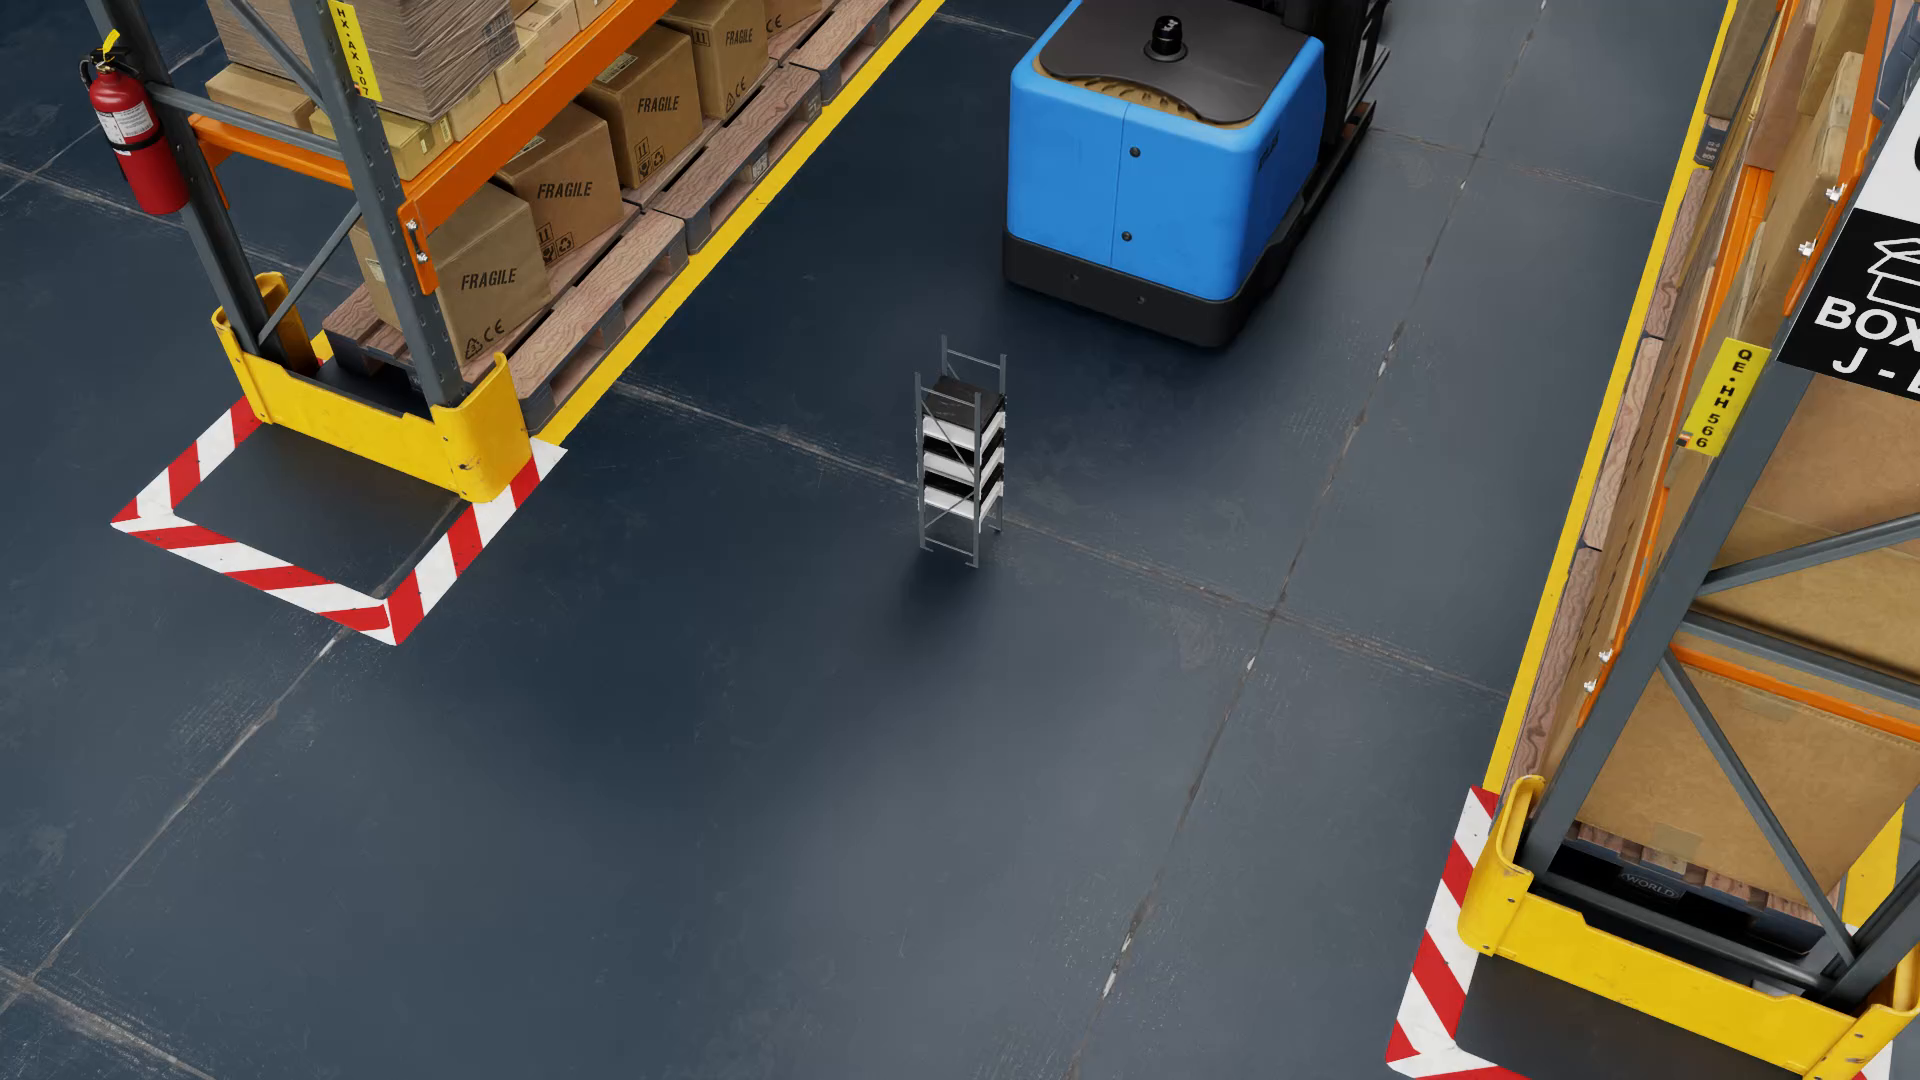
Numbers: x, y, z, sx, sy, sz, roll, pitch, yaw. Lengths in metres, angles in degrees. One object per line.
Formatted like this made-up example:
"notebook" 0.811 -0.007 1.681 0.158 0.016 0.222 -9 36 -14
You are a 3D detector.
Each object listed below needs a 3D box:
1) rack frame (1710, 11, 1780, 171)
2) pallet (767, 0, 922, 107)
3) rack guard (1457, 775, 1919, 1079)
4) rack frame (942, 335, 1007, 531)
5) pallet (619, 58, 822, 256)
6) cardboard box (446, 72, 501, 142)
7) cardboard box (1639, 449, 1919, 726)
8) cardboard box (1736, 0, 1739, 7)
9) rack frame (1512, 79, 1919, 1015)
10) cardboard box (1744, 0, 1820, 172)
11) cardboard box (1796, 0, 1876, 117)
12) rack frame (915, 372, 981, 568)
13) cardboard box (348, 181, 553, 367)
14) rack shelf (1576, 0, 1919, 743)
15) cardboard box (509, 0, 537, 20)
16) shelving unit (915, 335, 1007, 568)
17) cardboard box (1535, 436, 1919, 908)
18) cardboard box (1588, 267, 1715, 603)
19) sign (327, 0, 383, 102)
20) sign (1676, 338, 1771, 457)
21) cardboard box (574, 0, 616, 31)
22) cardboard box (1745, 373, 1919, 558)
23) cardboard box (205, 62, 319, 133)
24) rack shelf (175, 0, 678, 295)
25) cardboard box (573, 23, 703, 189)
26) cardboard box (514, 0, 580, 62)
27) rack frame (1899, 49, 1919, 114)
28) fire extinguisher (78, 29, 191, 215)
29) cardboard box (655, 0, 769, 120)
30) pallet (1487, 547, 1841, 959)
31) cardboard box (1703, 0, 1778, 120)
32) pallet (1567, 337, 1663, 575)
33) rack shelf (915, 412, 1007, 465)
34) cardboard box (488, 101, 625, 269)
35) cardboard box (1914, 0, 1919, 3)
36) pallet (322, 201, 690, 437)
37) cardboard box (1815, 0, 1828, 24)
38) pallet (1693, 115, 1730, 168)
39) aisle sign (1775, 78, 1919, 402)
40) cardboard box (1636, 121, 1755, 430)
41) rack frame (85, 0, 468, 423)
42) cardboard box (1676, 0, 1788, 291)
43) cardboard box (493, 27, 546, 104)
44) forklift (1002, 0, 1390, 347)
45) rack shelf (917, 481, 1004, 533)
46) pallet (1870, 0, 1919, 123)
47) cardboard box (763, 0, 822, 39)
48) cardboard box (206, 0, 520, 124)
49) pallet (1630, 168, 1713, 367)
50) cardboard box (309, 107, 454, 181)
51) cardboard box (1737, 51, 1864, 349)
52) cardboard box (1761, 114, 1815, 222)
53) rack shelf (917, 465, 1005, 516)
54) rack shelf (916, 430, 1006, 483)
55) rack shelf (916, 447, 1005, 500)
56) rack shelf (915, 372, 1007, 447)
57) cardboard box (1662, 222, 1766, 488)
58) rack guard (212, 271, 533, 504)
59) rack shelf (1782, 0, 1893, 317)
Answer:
"rack frame" 3.857 -2.422 6.341 1.000 3.000 0.127 20 52 16
"pallet" -0.839 -2.728 8.433 1.003 0.211 1.213 20 52 16
"rack guard" 2.138 1.159 4.936 1.175 0.500 0.348 20 52 16
"rack frame" 0.047 -0.367 5.972 0.240 0.900 0.006 20 52 16
"pallet" -1.359 -1.885 7.715 1.003 0.211 1.213 20 52 16
"cardboard box" -1.832 -1.554 5.768 0.380 0.149 0.250 20 52 16
"cardboard box" 2.266 0.013 4.171 0.875 0.550 0.550 20 52 16
"cardboard box" 4.457 -2.949 7.991 1.050 0.750 0.750 20 52 16
"rack frame" 2.148 0.332 3.998 1.000 3.000 0.127 20 52 16
"cardboard box" 3.159 -1.493 5.453 0.875 0.550 0.550 20 52 16
"cardboard box" 2.964 -1.467 4.721 0.875 0.550 0.500 20 52 16
"rack frame" -0.040 -0.227 5.852 0.240 0.900 0.006 20 52 16
"cardboard box" -2.011 -1.102 6.583 0.500 0.500 0.500 29 55 22
"rack shelf" 3.003 -0.812 5.444 1.077 0.370 4.000 20 52 16
"cardboard box" -1.928 -2.233 5.920 0.875 0.500 0.500 20 52 16
"shelving unit" 0.003 -0.297 5.912 0.258 0.900 0.210 20 52 16
"cardboard box" 2.378 0.396 5.063 0.875 0.875 0.875 20 53 16
"cardboard box" 2.752 -0.210 5.579 0.875 0.875 0.875 19 52 16
"sign" -1.802 -1.455 4.950 0.100 0.325 0.005 20 52 16
"sign" 1.664 -0.306 3.625 0.100 0.325 0.005 20 52 16
"cardboard box" -1.510 -2.070 6.207 0.380 0.149 0.250 20 52 16
"cardboard box" 2.342 -0.309 3.736 0.875 0.550 0.550 20 52 16
"cardboard box" -2.358 -1.533 5.750 0.380 0.149 0.250 20 52 16
"rack shelf" -1.439 -2.495 6.876 1.077 0.370 4.000 20 52 16
"cardboard box" -1.502 -1.949 7.305 0.500 0.500 0.500 24 54 19
"cardboard box" -1.623 -1.901 6.063 0.380 0.149 0.250 20 52 16
"rack frame" 2.148 -1.612 1.713 1.000 3.000 0.127 20 52 16
"fire extinguisher" -2.759 -1.397 5.520 0.296 0.674 0.183 20 52 16
"cardboard box" -1.223 -2.319 7.619 0.500 0.500 0.500 16 51 13
"pallet" 2.419 0.660 5.550 1.003 0.211 1.213 20 52 16
"cardboard box" 4.041 -2.286 7.427 1.050 0.750 0.750 20 52 16
"pallet" 2.942 -0.177 6.262 1.003 0.211 1.213 20 52 16
"rack shelf" 0.003 -0.392 5.800 0.258 0.077 0.200 20 52 16
"cardboard box" -1.787 -1.525 6.943 0.500 0.500 0.500 33 57 25
"cardboard box" 1.984 -1.066 3.042 0.380 0.149 0.250 20 52 16
"pallet" -1.882 -1.048 7.003 1.003 0.211 1.213 20 52 16
"cardboard box" 3.184 -1.834 5.034 0.875 0.550 0.550 20 52 16
"pallet" 4.119 -2.074 7.876 1.003 0.211 1.213 20 52 16
"aisle sign" 1.847 -0.559 3.049 0.394 0.787 0.004 20 52 16
"cardboard box" 3.144 -0.837 6.112 0.875 0.875 0.875 20 53 16
"rack frame" -2.293 -1.351 5.430 1.000 3.000 0.127 20 52 16
"cardboard box" 3.525 -1.459 6.642 0.875 0.875 0.875 21 53 17
"cardboard box" -1.711 -1.722 5.910 0.380 0.149 0.250 20 52 16
"forklift" 1.304 -2.874 6.771 1.130 2.935 3.031 21 53 17
"rack shelf" 0.003 -0.159 6.075 0.258 0.077 0.200 20 52 16
"pallet" 2.456 -1.125 3.327 1.003 0.211 1.213 20 52 16
"cardboard box" -1.029 -2.772 8.005 0.500 0.500 0.500 36 58 27
"cardboard box" -2.033 -1.850 5.593 0.875 0.500 0.500 20 52 16
"pallet" 3.462 -1.020 6.980 1.003 0.211 1.213 20 52 16
"cardboard box" -1.956 -1.388 5.627 0.380 0.149 0.250 20 52 16
"cardboard box" 2.493 -0.718 4.084 0.875 0.550 0.550 20 52 16
"cardboard box" 3.023 -1.096 5.114 0.875 0.550 0.500 20 52 16
"rack shelf" 0.003 -0.217 6.006 0.258 0.077 0.200 20 52 16
"rack shelf" 0.003 -0.334 5.869 0.258 0.077 0.200 20 52 16
"rack shelf" 0.003 -0.276 5.937 0.258 0.077 0.200 20 52 16
"rack shelf" 0.003 -0.451 5.732 0.258 0.077 0.200 20 52 16
"cardboard box" 2.481 -0.372 4.499 0.875 0.550 0.550 20 52 16
"rack guard" -2.261 -0.593 6.427 1.175 0.500 0.348 20 52 16
"rack shelf" 3.003 -1.784 4.301 1.077 0.370 4.000 20 52 16
